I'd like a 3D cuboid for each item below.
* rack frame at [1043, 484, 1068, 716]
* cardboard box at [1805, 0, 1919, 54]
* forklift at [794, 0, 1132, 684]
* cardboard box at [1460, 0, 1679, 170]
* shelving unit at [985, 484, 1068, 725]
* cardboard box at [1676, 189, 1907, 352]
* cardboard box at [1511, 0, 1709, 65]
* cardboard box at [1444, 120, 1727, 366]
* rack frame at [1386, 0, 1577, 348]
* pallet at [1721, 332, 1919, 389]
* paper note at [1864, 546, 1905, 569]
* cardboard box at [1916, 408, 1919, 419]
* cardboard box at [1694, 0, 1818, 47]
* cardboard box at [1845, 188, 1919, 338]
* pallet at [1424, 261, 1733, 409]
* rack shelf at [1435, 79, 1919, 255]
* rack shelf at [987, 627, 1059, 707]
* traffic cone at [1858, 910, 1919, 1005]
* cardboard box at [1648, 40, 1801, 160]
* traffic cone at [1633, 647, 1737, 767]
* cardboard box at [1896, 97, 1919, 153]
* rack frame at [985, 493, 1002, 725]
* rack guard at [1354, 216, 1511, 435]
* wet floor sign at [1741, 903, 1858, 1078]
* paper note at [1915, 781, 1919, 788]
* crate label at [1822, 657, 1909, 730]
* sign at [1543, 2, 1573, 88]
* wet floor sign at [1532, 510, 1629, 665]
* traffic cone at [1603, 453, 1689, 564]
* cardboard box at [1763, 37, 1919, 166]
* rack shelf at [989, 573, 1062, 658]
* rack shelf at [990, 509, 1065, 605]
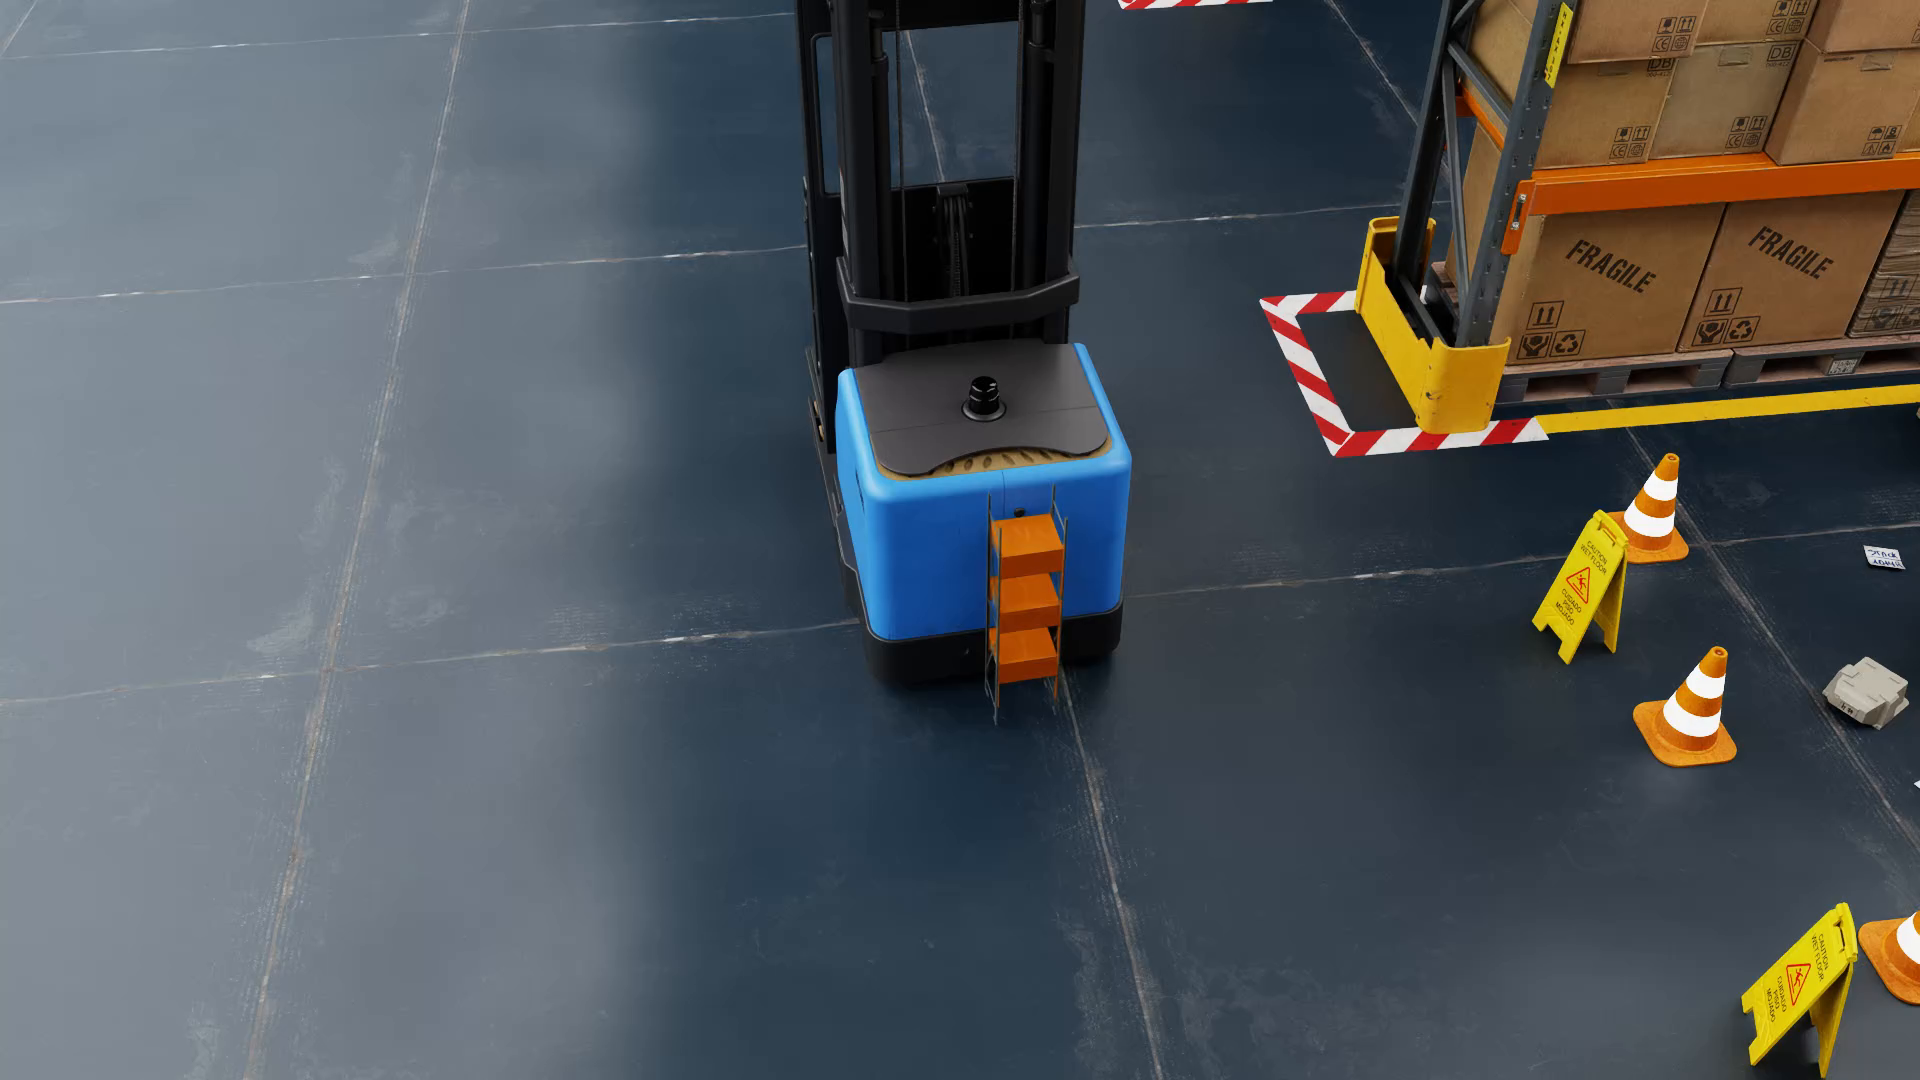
[{"bbox_3d":[0.364,0.251,6.404,0.008,1.050,0.200,-8,43,-9],"label":"rack frame"},{"bbox_3d":[3.837,-2.553,7.137,0.550,0.550,0.875,-5,42,-6],"label":"cardboard box"},{"bbox_3d":[-0.119,-1.503,6.943,1.130,2.935,3.031,-7,43,-8],"label":"forklift"},{"bbox_3d":[2.720,-2.140,7.486,0.550,0.550,0.875,-5,42,-6],"label":"cardboard box"},{"bbox_3d":[0.245,0.267,6.385,0.252,1.050,0.215,-8,43,-9],"label":"shelving unit"},{"bbox_3d":[3.894,-1.570,8.238,0.875,0.875,0.875,-6,42,-6],"label":"cardboard box"},{"bbox_3d":[2.730,-2.485,7.063,0.550,0.550,0.875,-5,42,-6],"label":"cardboard box"},{"bbox_3d":[3.021,-1.492,8.152,0.875,0.875,0.875,-5,42,-5],"label":"cardboard box"},{"bbox_3d":[2.358,-2.022,7.467,0.127,3.000,1.000,-5,42,-6],"label":"rack frame"},{"bbox_3d":[4.347,-1.212,8.651,1.213,0.211,1.003,-5,42,-6],"label":"pallet"},{"bbox_3d":[4.091,0.076,7.359,0.142,0.017,0.144,8,43,9],"label":"paper note"},{"bbox_3d":[4.918,-0.626,7.784,0.500,0.500,0.500,2,42,2],"label":"cardboard box"},{"bbox_3d":[3.264,-2.594,7.183,0.550,0.550,0.875,-5,42,-6],"label":"cardboard box"},{"bbox_3d":[4.798,-1.647,8.325,0.875,0.875,0.875,-5,42,-5],"label":"cardboard box"},{"bbox_3d":[3.140,-1.108,8.536,1.213,0.211,1.003,-5,42,-6],"label":"pallet"},{"bbox_3d":[4.341,-1.929,7.901,4.000,0.370,1.077,-5,42,-6],"label":"rack shelf"},{"bbox_3d":[0.245,0.481,6.578,0.240,0.259,0.215,-8,43,-9],"label":"rack shelf"},{"bbox_3d":[3.359,1.305,5.673,0.334,0.463,0.336,-5,42,-6],"label":"traffic cone"},{"bbox_3d":[3.262,-2.202,7.555,0.550,0.550,0.875,-5,42,-6],"label":"cardboard box"},{"bbox_3d":[2.878,0.597,6.458,0.334,0.463,0.336,-5,42,-6],"label":"traffic cone"},{"bbox_3d":[4.354,-2.241,7.598,0.500,0.550,0.875,-5,42,-6],"label":"cardboard box"},{"bbox_3d":[0.126,0.284,6.367,0.008,1.050,0.200,-8,43,-9],"label":"rack frame"},{"bbox_3d":[2.334,-1.092,8.302,0.348,0.500,1.175,-5,42,-6],"label":"rack guard"},{"bbox_3d":[2.772,1.437,5.390,0.232,0.644,0.267,8,43,9],"label":"wet floor sign"},{"bbox_3d":[3.779,0.955,6.383,0.142,0.019,0.148,-19,45,-20],"label":"paper note"},{"bbox_3d":[3.649,0.609,6.688,0.298,0.136,0.250,-27,49,-27],"label":"crate label"},{"bbox_3d":[2.424,-2.004,6.742,0.005,0.325,0.100,-5,42,-6],"label":"sign"},{"bbox_3d":[2.586,0.170,6.795,0.232,0.644,0.267,-12,43,-13],"label":"wet floor sign"},{"bbox_3d":[3.068,-0.183,7.323,0.334,0.463,0.336,-5,42,-6],"label":"traffic cone"},{"bbox_3d":[3.834,-2.167,7.517,0.550,0.550,0.875,-5,42,-6],"label":"cardboard box"},{"bbox_3d":[0.245,0.275,6.392,0.240,0.259,0.215,-8,43,-9],"label":"rack shelf"},{"bbox_3d":[0.245,0.064,6.202,0.240,0.259,0.215,-8,43,-9],"label":"rack shelf"}]
